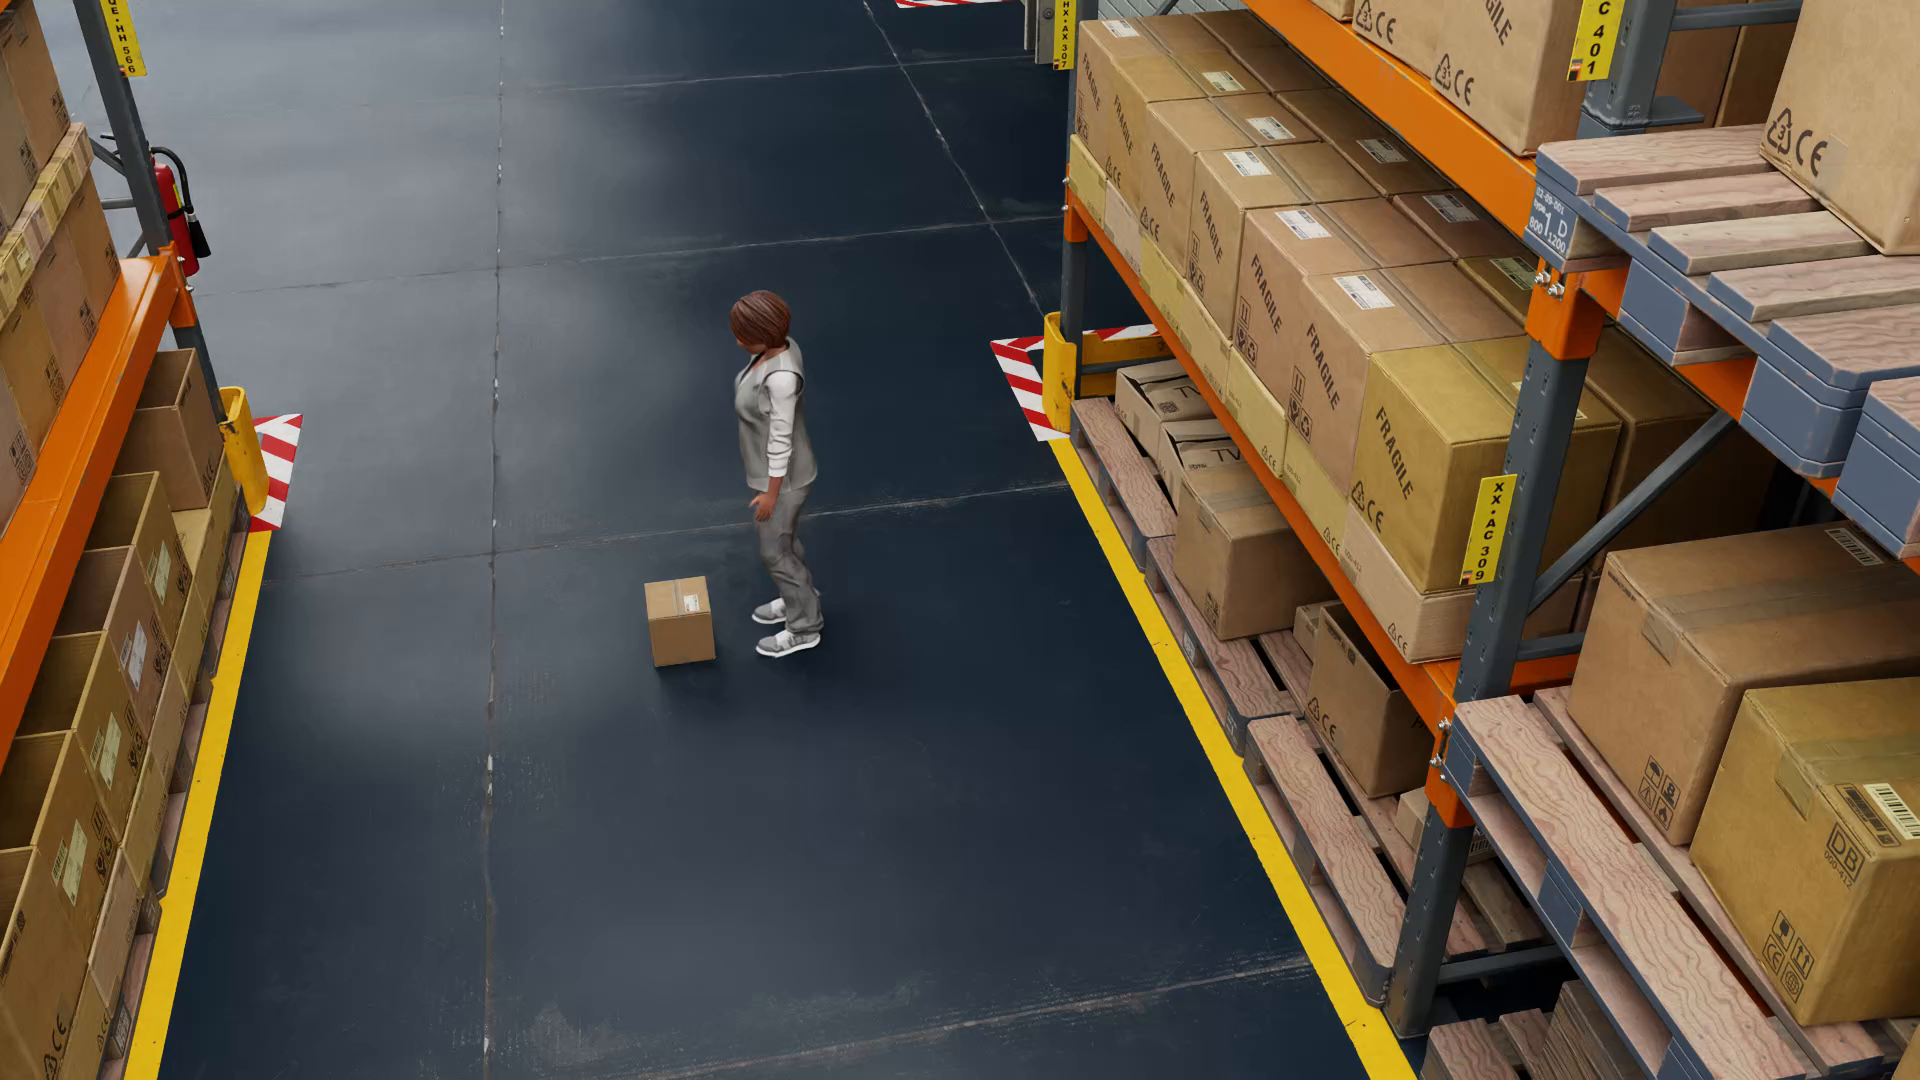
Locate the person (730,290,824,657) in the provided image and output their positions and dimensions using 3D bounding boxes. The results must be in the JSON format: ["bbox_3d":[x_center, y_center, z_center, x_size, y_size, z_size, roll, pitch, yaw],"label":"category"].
[{"bbox_3d":[-0.711,-0.242,6.524,0.303,1.582,0.408,-7,35,-10],"label":"person"}]
